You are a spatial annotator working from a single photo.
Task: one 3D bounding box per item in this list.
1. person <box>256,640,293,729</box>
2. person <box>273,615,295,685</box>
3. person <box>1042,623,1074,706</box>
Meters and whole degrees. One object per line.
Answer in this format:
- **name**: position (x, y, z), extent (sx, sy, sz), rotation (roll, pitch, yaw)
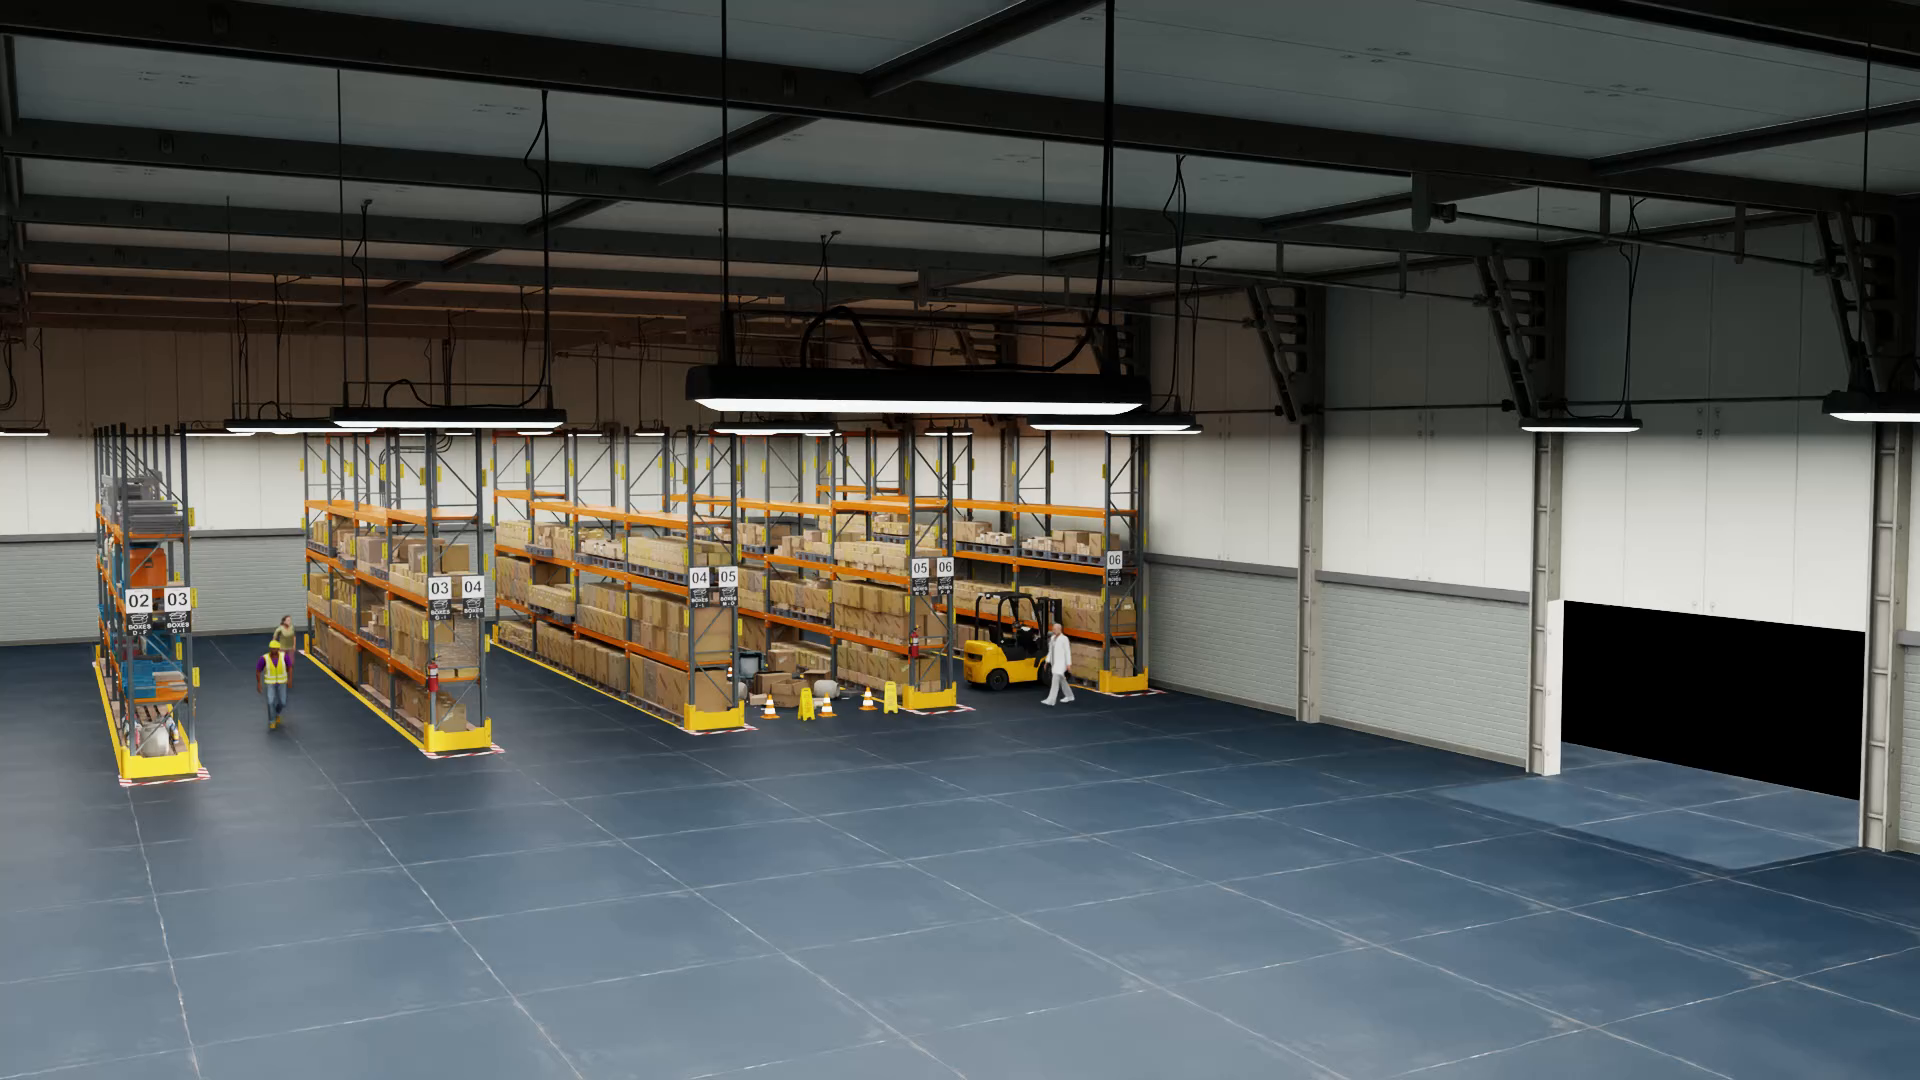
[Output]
- **person**: position (-13.662, 2.852, 33.134), extent (0.672, 1.746, 0.619), rotation (-2, 4, -29)
- **person**: position (-15.845, 2.570, 38.955), extent (0.531, 1.615, 0.560), rotation (-3, 4, -39)
- **person**: position (2.100, 2.676, 35.895), extent (0.953, 1.756, 0.576), rotation (-2, 4, -25)
